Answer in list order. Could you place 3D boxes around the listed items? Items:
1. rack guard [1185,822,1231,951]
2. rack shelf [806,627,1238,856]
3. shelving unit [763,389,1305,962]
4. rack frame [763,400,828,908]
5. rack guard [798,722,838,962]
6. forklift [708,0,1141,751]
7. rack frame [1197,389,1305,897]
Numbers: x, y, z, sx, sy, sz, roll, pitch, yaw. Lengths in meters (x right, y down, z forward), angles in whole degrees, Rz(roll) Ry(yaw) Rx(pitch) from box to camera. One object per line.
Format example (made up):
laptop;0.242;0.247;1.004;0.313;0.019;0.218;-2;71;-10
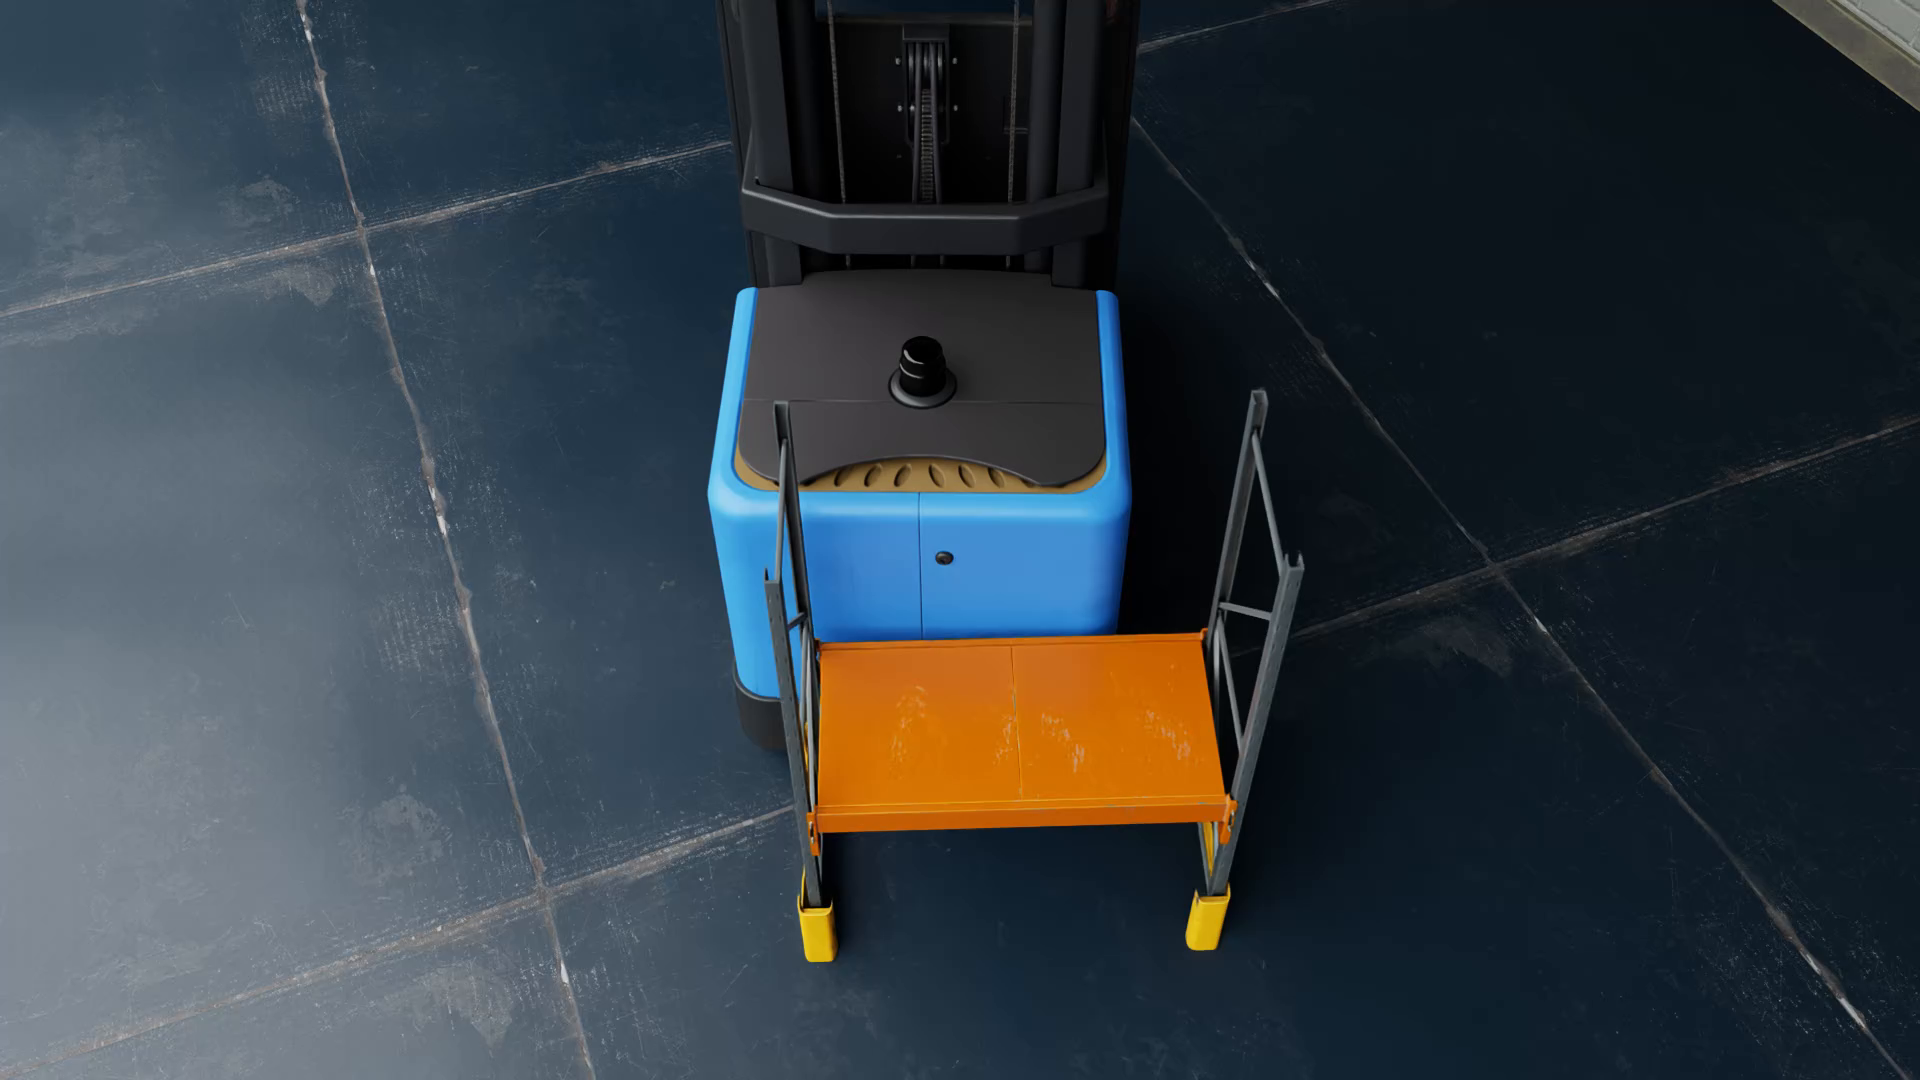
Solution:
rack guard;0.626;0.765;4.428;0.087;0.250;0.587;-1;49;-1
rack shelf;0.137;0.487;4.080;1.000;0.185;0.538;-1;49;-1
shelving unit;0.128;0.370;3.944;1.083;1.500;0.587;-1;49;-1
rack frame;-0.371;0.383;3.933;0.032;1.500;0.500;-1;49;-1
rack guard;-0.370;0.790;4.407;0.087;0.250;0.587;-1;49;-1
forklift;-0.079;-1.465;4.576;1.130;2.935;3.031;1;49;0
rack frame;0.645;0.357;3.955;0.032;1.500;0.500;-1;49;-1
